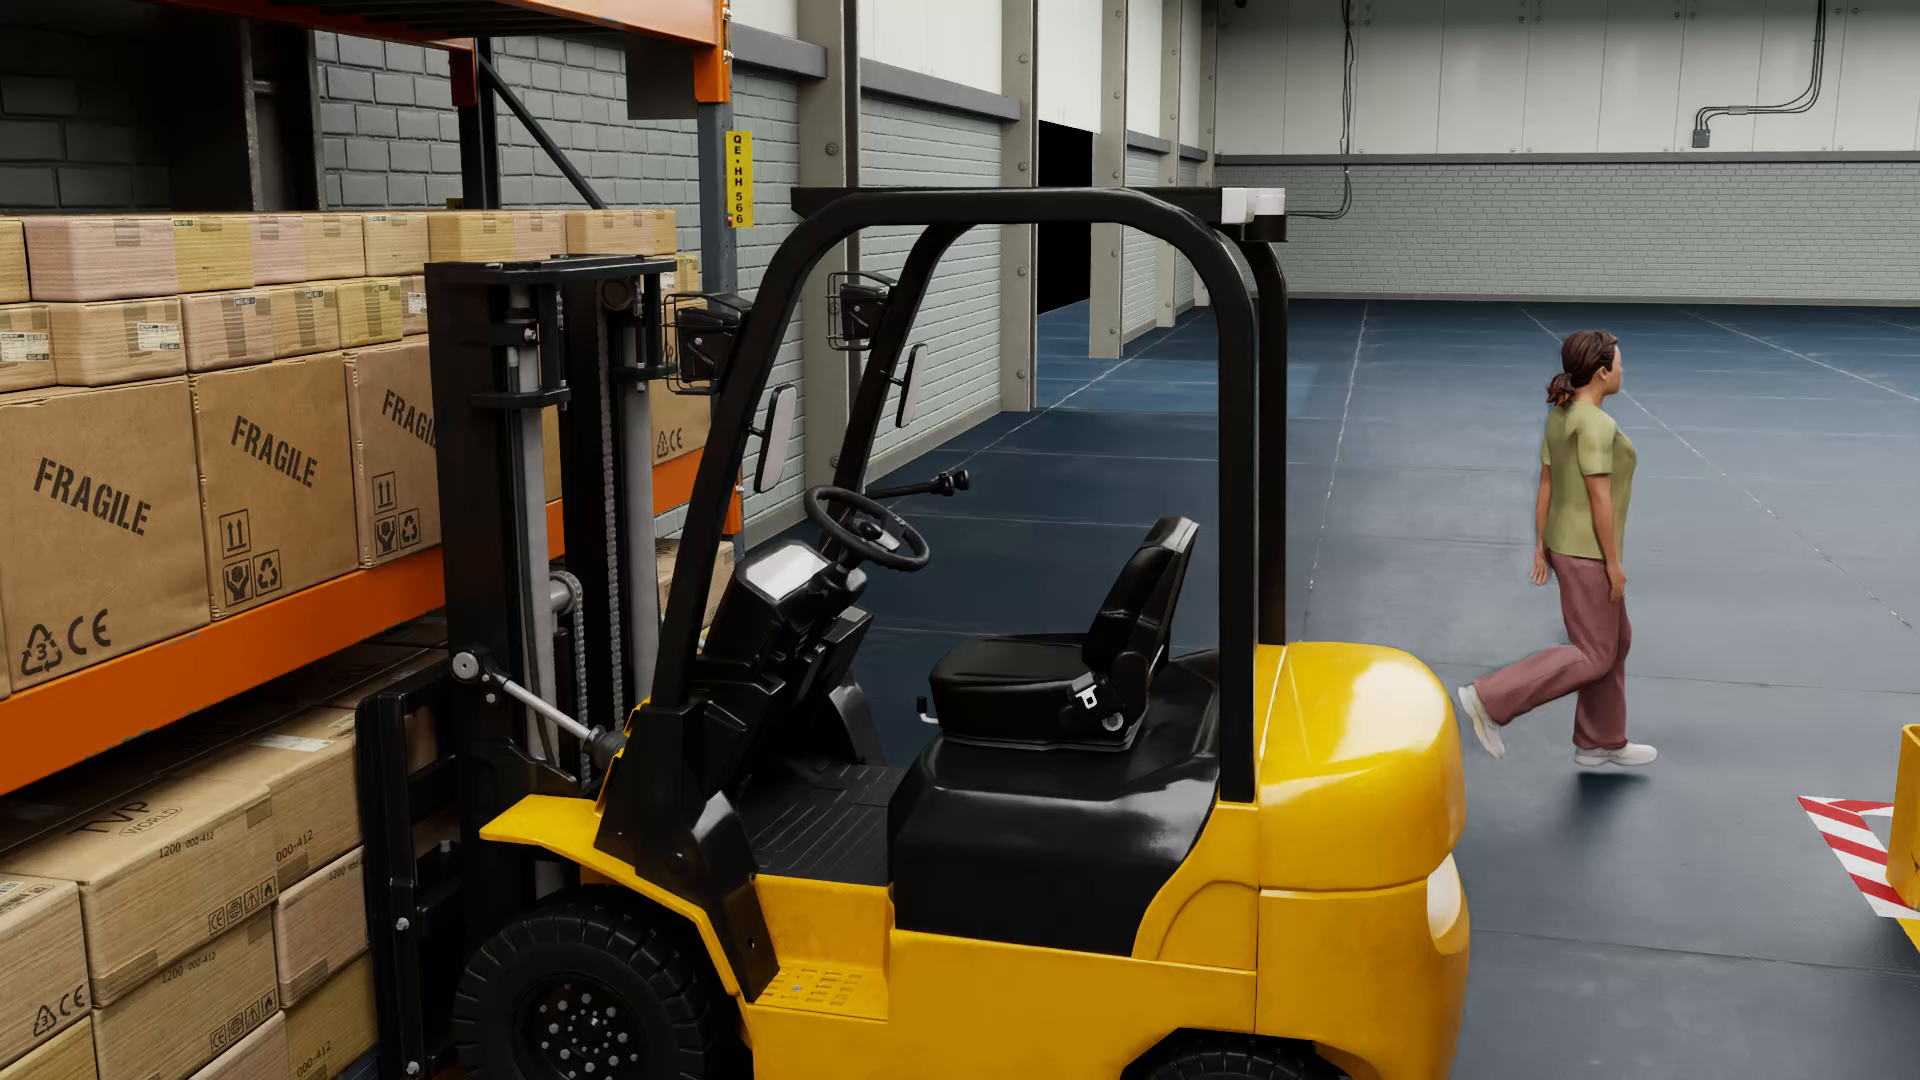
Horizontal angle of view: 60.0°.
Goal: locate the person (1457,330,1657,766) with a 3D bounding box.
[{"bbox_3d":[2.249,0.050,6.138,0.790,1.644,0.443,1,12,4],"label":"person"}]
